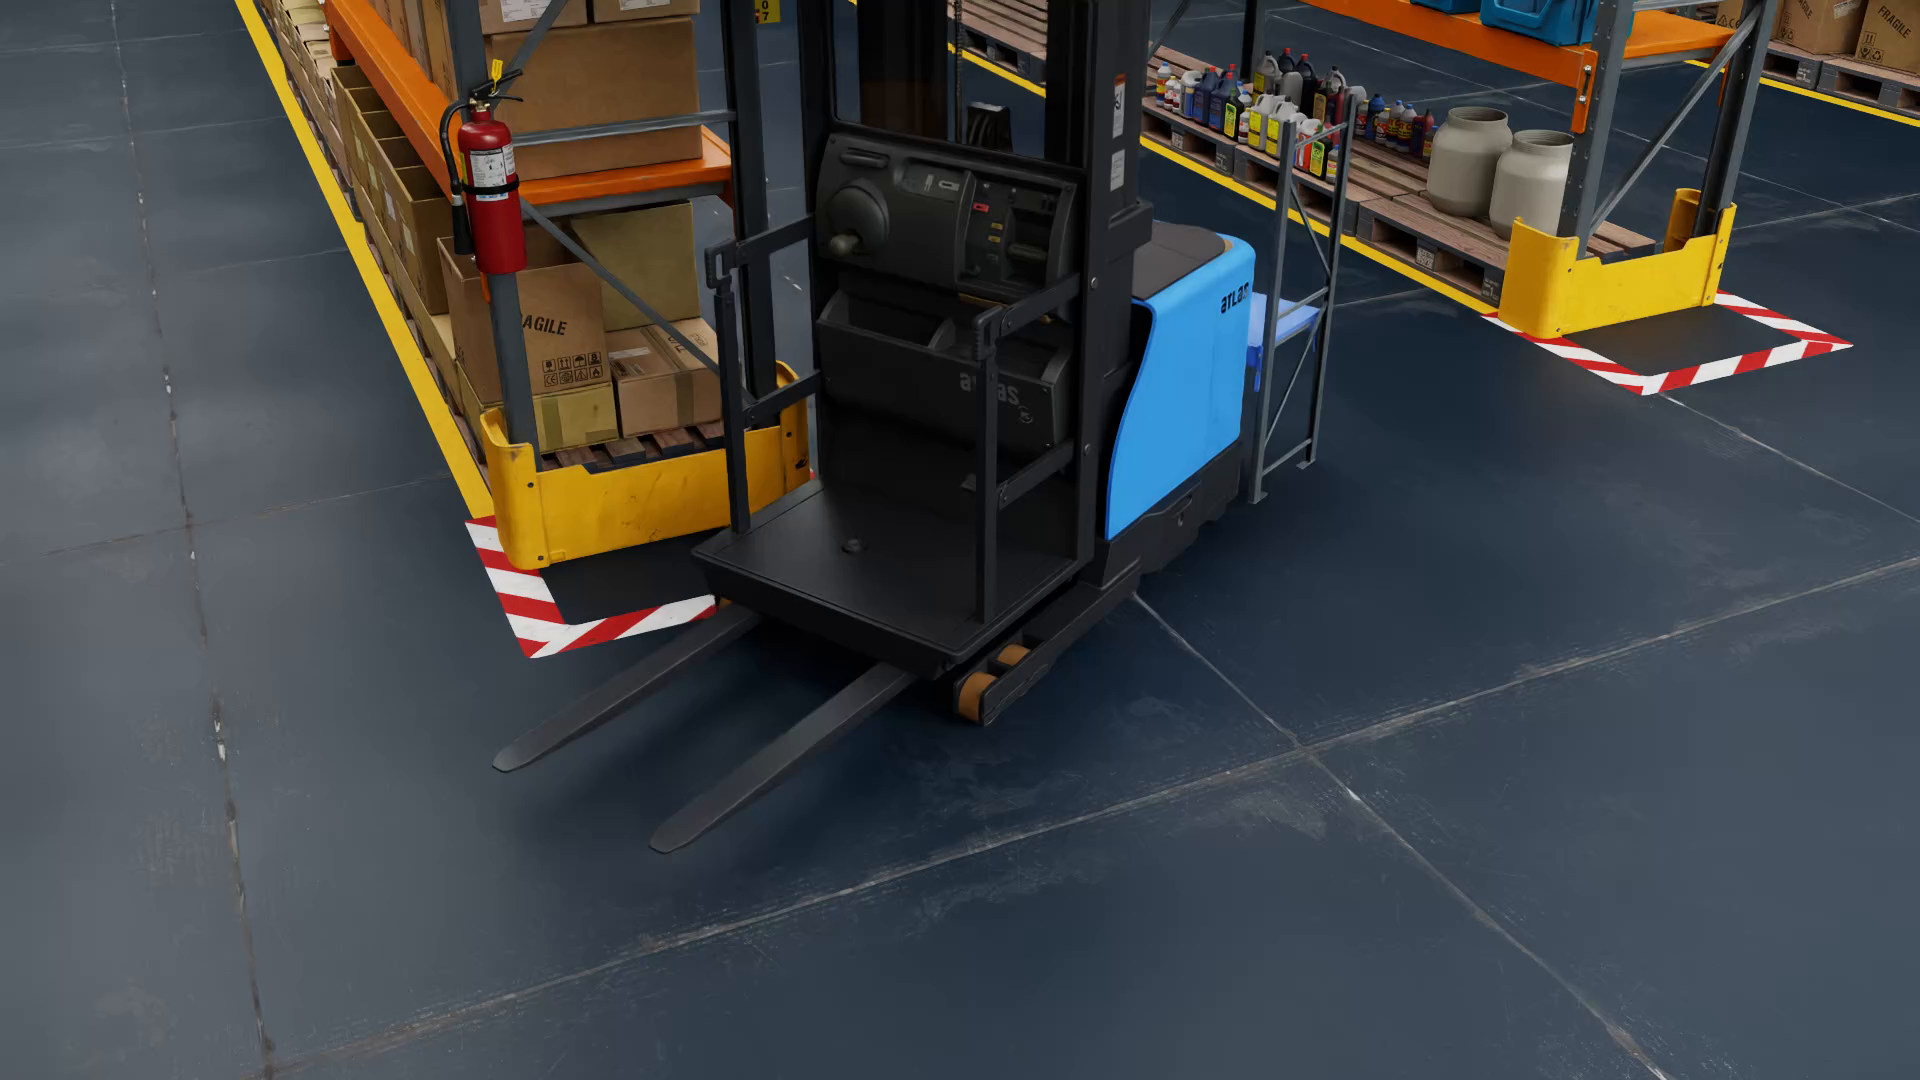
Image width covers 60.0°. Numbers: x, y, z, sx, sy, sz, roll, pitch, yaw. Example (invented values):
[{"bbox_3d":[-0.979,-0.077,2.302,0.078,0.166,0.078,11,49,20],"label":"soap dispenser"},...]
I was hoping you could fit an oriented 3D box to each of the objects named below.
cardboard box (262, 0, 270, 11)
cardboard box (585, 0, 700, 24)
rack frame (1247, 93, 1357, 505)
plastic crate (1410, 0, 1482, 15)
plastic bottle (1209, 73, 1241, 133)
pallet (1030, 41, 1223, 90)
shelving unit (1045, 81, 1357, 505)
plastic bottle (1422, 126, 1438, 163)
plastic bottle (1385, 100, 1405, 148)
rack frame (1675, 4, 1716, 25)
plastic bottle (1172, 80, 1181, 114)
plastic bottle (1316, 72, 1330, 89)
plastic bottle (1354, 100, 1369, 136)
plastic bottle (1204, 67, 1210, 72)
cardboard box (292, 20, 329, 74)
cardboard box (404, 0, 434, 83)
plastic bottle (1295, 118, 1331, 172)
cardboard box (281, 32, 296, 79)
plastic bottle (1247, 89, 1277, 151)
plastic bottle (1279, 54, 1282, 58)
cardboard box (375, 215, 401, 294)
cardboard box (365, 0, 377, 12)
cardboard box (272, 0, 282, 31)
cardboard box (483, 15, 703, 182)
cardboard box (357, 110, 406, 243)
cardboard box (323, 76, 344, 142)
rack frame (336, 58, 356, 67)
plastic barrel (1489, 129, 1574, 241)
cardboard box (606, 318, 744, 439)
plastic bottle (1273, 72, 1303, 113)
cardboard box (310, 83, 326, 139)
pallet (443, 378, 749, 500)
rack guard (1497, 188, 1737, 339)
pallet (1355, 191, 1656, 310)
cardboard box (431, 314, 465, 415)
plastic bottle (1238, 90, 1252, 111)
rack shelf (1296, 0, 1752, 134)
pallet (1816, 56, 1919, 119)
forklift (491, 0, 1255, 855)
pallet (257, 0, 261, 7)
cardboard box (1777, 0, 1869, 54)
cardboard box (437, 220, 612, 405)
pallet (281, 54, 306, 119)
[{"bbox_3d":[-5.440,-4.625,13.537,0.500,0.500,0.500,-14,32,-24],"label":"cardboard box"},{"bbox_3d":[-1.144,-1.942,5.881,0.380,0.149,0.250,-13,32,-22],"label":"cardboard box"},{"bbox_3d":[1.291,-0.890,6.303,0.032,1.500,0.500,21,36,33],"label":"rack frame"},{"bbox_3d":[2.547,-2.817,8.358,0.499,0.251,0.408,-13,32,-22],"label":"plastic crate"},{"bbox_3d":[1.641,-2.712,10.277,0.144,0.351,0.185,-15,32,-24],"label":"plastic bottle"},{"bbox_3d":[1.216,-3.325,11.963,1.003,0.211,1.213,-13,32,-22],"label":"pallet"},{"bbox_3d":[0.894,-1.045,6.580,1.048,1.500,0.538,21,36,33],"label":"shelving unit"},{"bbox_3d":[2.764,-2.319,9.729,0.097,0.201,0.097,0,29,0],"label":"plastic bottle"},{"bbox_3d":[2.618,-2.499,9.979,0.097,0.271,0.097,0,29,0],"label":"plastic bottle"},{"bbox_3d":[6.061,-5.242,12.531,1.000,3.000,0.127,-13,32,-22],"label":"rack frame"},{"bbox_3d":[1.416,-2.851,10.678,0.097,0.201,0.097,0,29,0],"label":"plastic bottle"},{"bbox_3d":[2.315,-2.837,10.570,0.061,0.283,0.133,-11,31,-19],"label":"plastic bottle"},{"bbox_3d":[2.488,-2.603,10.236,0.097,0.201,0.097,0,29,0],"label":"plastic bottle"},{"bbox_3d":[1.588,-2.862,10.614,0.061,0.283,0.133,-13,32,-22],"label":"plastic bottle"},{"bbox_3d":[-3.974,-3.183,10.668,0.500,0.311,0.500,-13,32,-23],"label":"cardboard box"},{"bbox_3d":[-2.026,-2.333,7.241,0.700,0.500,0.500,-12,31,-21],"label":"cardboard box"},{"bbox_3d":[2.038,-2.275,9.576,0.152,0.276,0.135,-13,32,-22],"label":"plastic bottle"},{"bbox_3d":[-4.428,-3.400,11.628,0.500,0.250,0.500,-14,32,-23],"label":"cardboard box"},{"bbox_3d":[1.823,-2.524,9.942,0.144,0.351,0.185,-13,32,-22],"label":"plastic bottle"},{"bbox_3d":[2.093,-3.066,10.978,0.061,0.283,0.133,-11,31,-20],"label":"plastic bottle"},{"bbox_3d":[-2.542,-1.435,8.124,0.500,0.250,0.500,-13,32,-22],"label":"cardboard box"},{"bbox_3d":[-2.691,-3.013,8.453,0.700,0.500,0.500,-14,32,-23],"label":"cardboard box"},{"bbox_3d":[-4.645,-3.866,11.886,0.500,0.311,0.500,-12,31,-20],"label":"cardboard box"},{"bbox_3d":[-1.359,-1.649,6.022,0.700,0.500,0.500,-13,32,-22],"label":"cardboard box"},{"bbox_3d":[-2.541,-1.762,7.941,0.500,0.500,0.500,-13,32,-22],"label":"cardboard box"},{"bbox_3d":[-3.320,-2.511,9.469,0.500,0.311,0.500,-13,32,-22],"label":"cardboard box"},{"bbox_3d":[-2.887,-3.164,8.825,1.000,3.000,0.127,-13,32,-22],"label":"rack frame"},{"bbox_3d":[2.954,-1.808,8.521,0.421,0.512,0.421,0,29,0],"label":"plastic barrel"},{"bbox_3d":[-1.199,-0.664,6.750,0.500,0.250,0.500,-13,32,-22],"label":"cardboard box"},{"bbox_3d":[2.084,-2.855,10.610,0.152,0.276,0.135,-13,32,-22],"label":"plastic bottle"},{"bbox_3d":[-3.763,-2.720,10.415,0.500,0.250,0.500,-12,32,-21],"label":"cardboard box"},{"bbox_3d":[-1.536,-0.510,6.943,1.003,0.211,1.213,-13,32,-22],"label":"pallet"},{"bbox_3d":[3.230,-1.369,8.179,1.175,0.500,0.348,-13,32,-22],"label":"rack guard"},{"bbox_3d":[2.886,-1.603,8.892,1.003,0.211,1.213,-13,32,-22],"label":"pallet"},{"bbox_3d":[-1.893,-0.774,6.945,0.500,0.250,0.500,-13,32,-22],"label":"cardboard box"},{"bbox_3d":[1.738,-2.620,10.195,0.097,0.271,0.097,0,29,0],"label":"plastic bottle"},{"bbox_3d":[2.447,-3.005,9.277,1.077,0.370,4.000,-13,32,-22],"label":"rack shelf"},{"bbox_3d":[6.909,-3.197,11.735,1.003,0.211,1.213,-13,32,-22],"label":"pallet"},{"bbox_3d":[-0.178,-0.966,4.976,1.130,2.935,3.031,19,34,30],"label":"forklift"},{"bbox_3d":[-5.938,-5.130,15.183,1.003,0.211,1.213,-13,32,-22],"label":"pallet"},{"bbox_3d":[6.450,-3.898,12.262,0.500,0.500,0.500,-3,29,-6],"label":"cardboard box"},{"bbox_3d":[-1.669,-0.882,6.371,0.500,0.500,0.500,-13,32,-22],"label":"cardboard box"},{"bbox_3d":[-4.286,-3.343,11.995,1.003,0.211,1.213,-13,32,-22],"label":"pallet"}]
